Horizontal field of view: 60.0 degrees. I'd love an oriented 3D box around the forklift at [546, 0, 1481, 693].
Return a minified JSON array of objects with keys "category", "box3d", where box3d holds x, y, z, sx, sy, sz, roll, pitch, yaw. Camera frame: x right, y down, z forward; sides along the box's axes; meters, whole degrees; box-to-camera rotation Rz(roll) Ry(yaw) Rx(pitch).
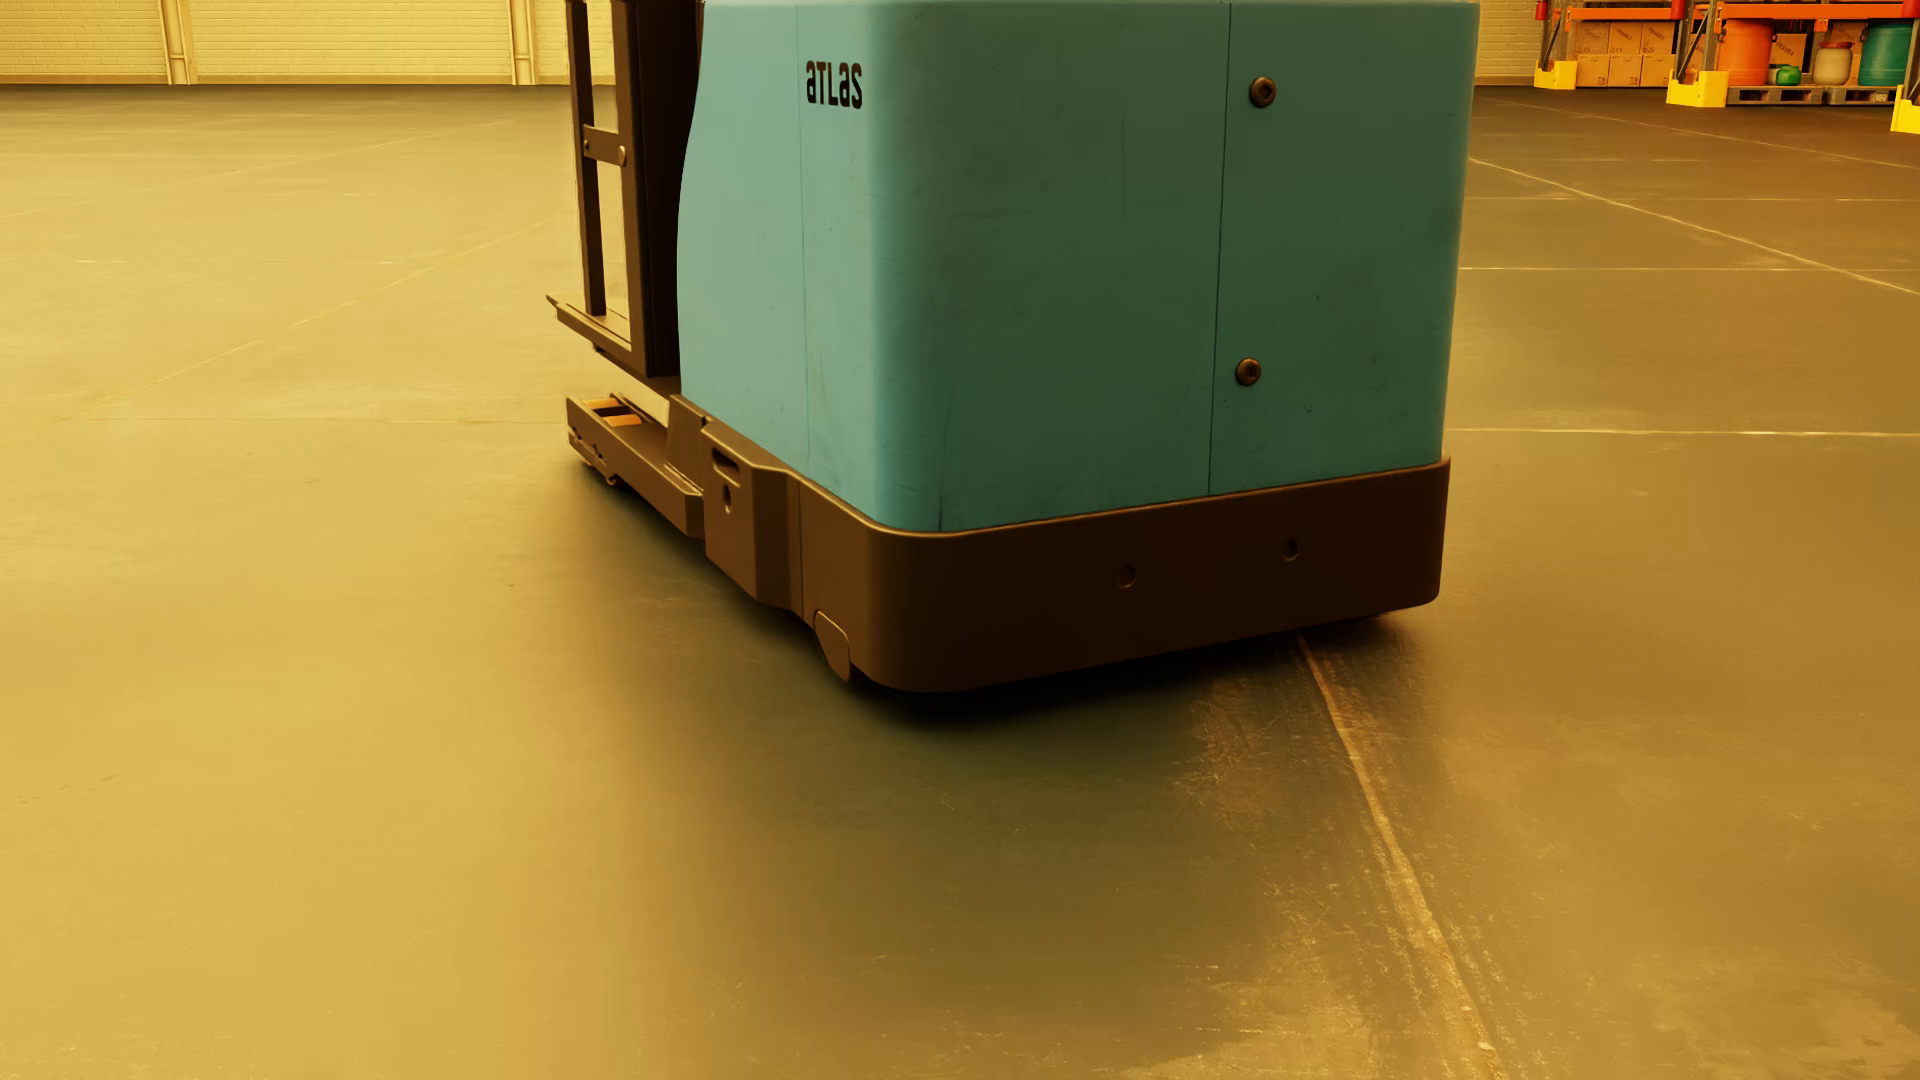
[{"category":"forklift","box3d":[-0.277,-1.569,3.483,1.130,2.935,3.031,-8,19,-25]}]
